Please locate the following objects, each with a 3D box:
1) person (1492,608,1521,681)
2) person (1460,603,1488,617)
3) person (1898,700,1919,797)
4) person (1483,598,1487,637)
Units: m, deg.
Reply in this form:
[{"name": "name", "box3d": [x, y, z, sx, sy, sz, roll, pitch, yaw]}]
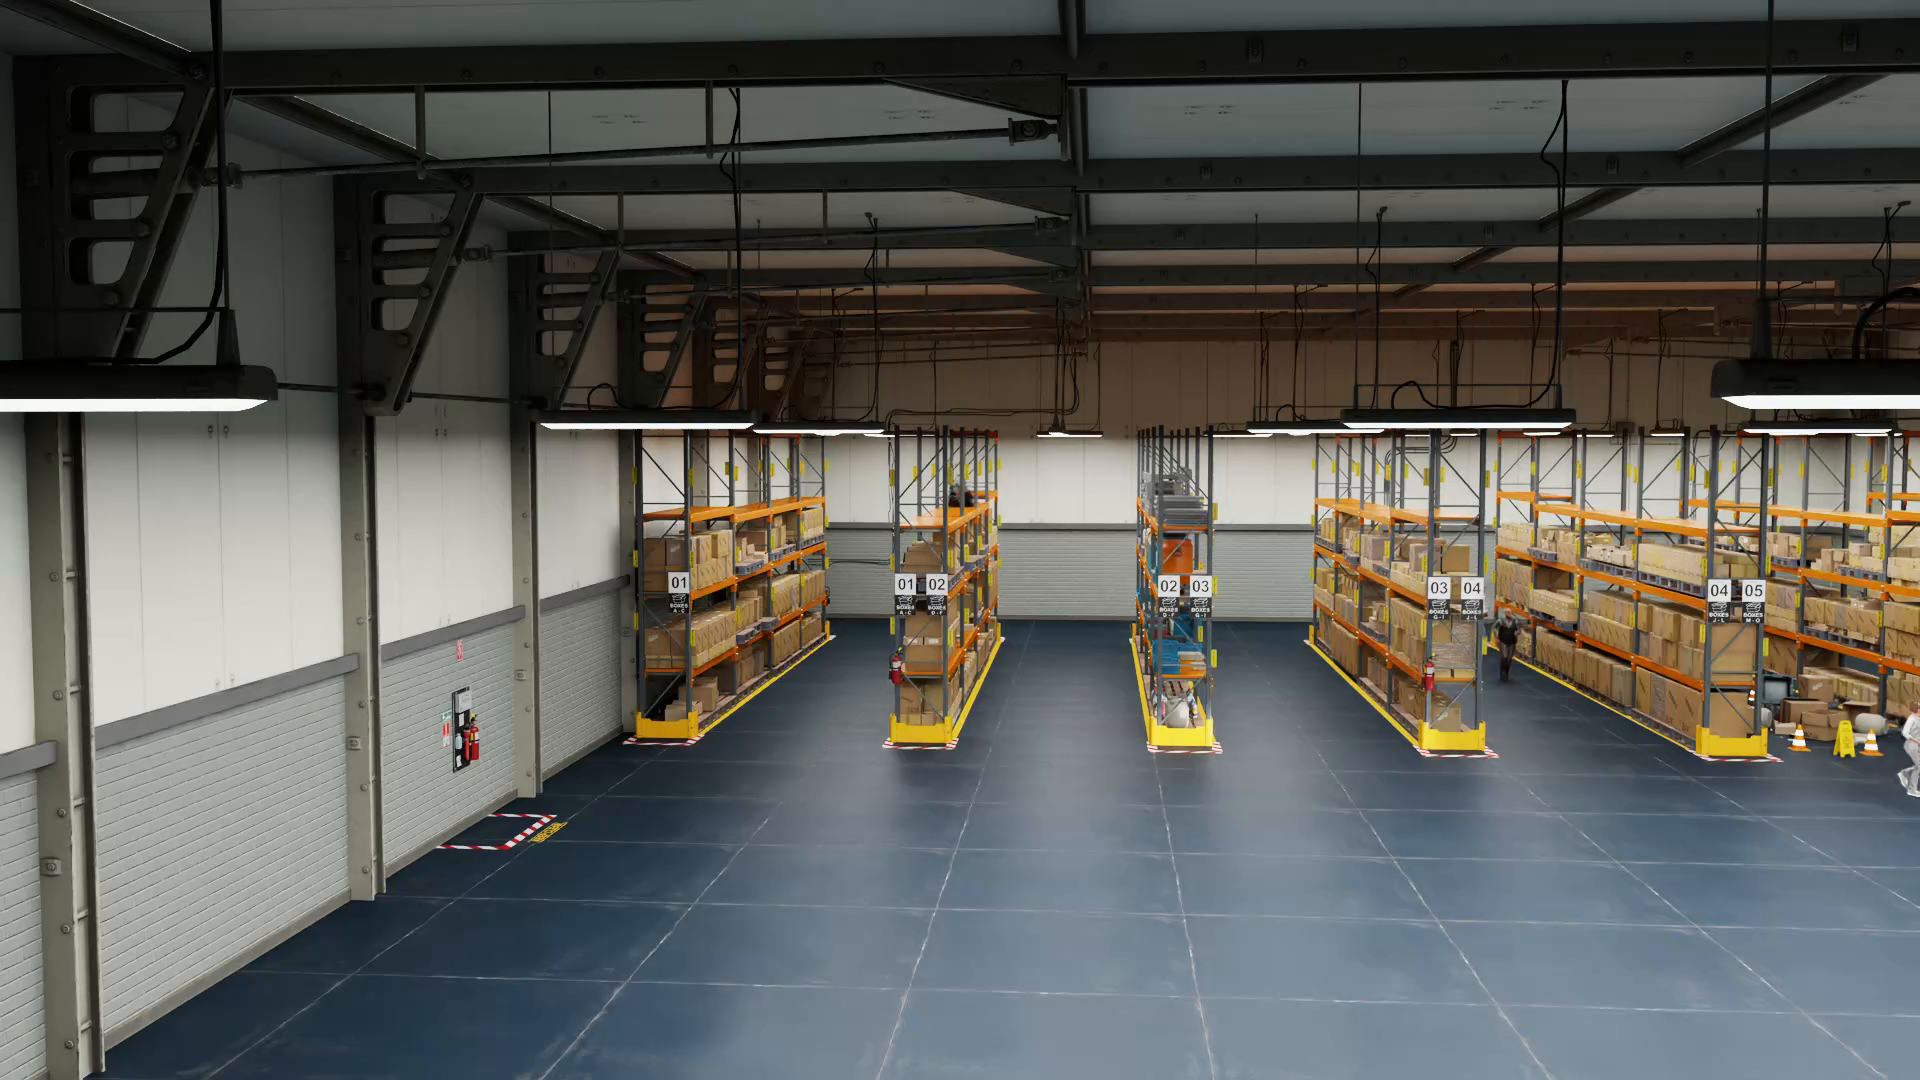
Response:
[{"name": "person", "box3d": [13.033, 2.495, 39.589, 0.632, 1.749, 0.740, 0, 3, 3]}, {"name": "person", "box3d": [13.416, 2.232, 43.429, 0.685, 1.821, 0.774, 0, 3, 5]}, {"name": "person", "box3d": [15.319, 3.339, 26.691, 0.517, 1.553, 0.532, -2, 4, -35]}, {"name": "person", "box3d": [14.825, 2.089, 47.431, 0.640, 1.698, 0.679, -1, 3, -11]}]
